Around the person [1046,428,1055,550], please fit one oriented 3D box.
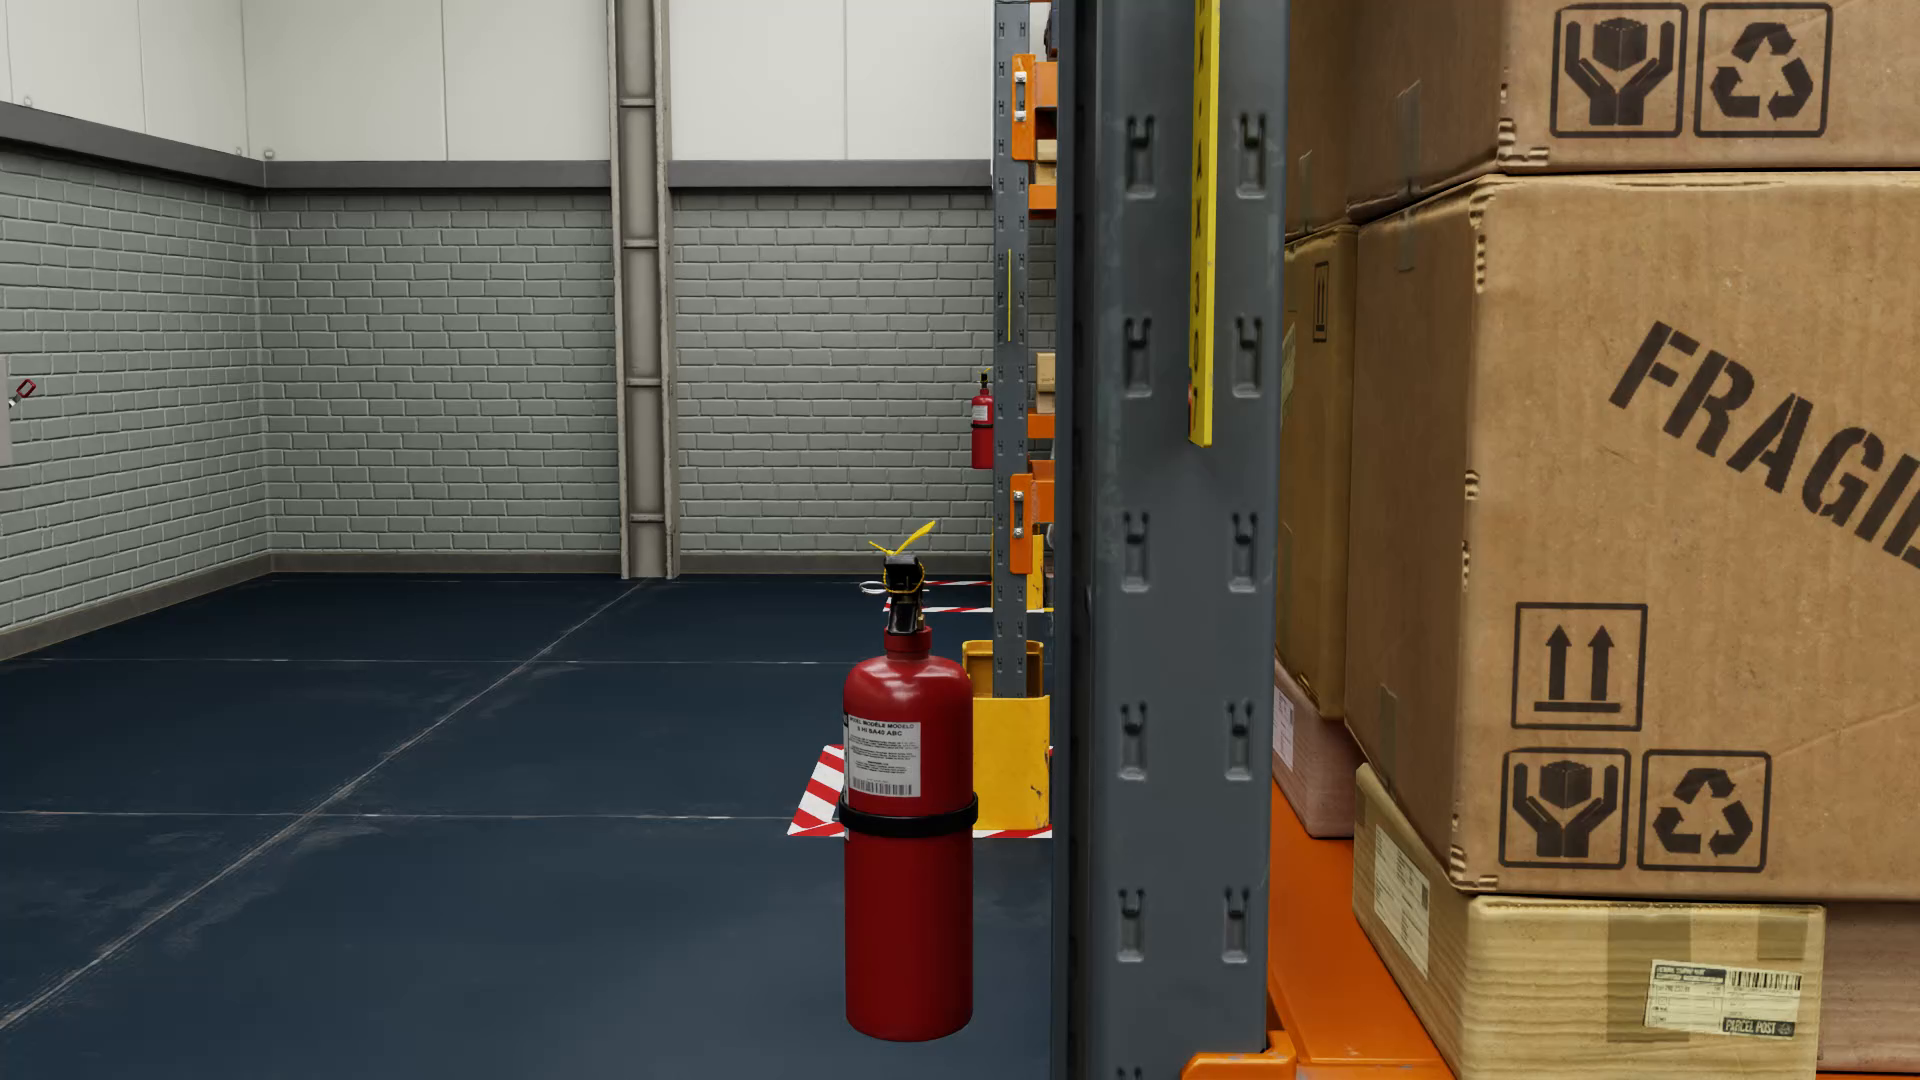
[{"bbox_3d":[0.747,-0.087,8.424,0.619,1.772,0.450,0,7,-2],"label":"person"}]
